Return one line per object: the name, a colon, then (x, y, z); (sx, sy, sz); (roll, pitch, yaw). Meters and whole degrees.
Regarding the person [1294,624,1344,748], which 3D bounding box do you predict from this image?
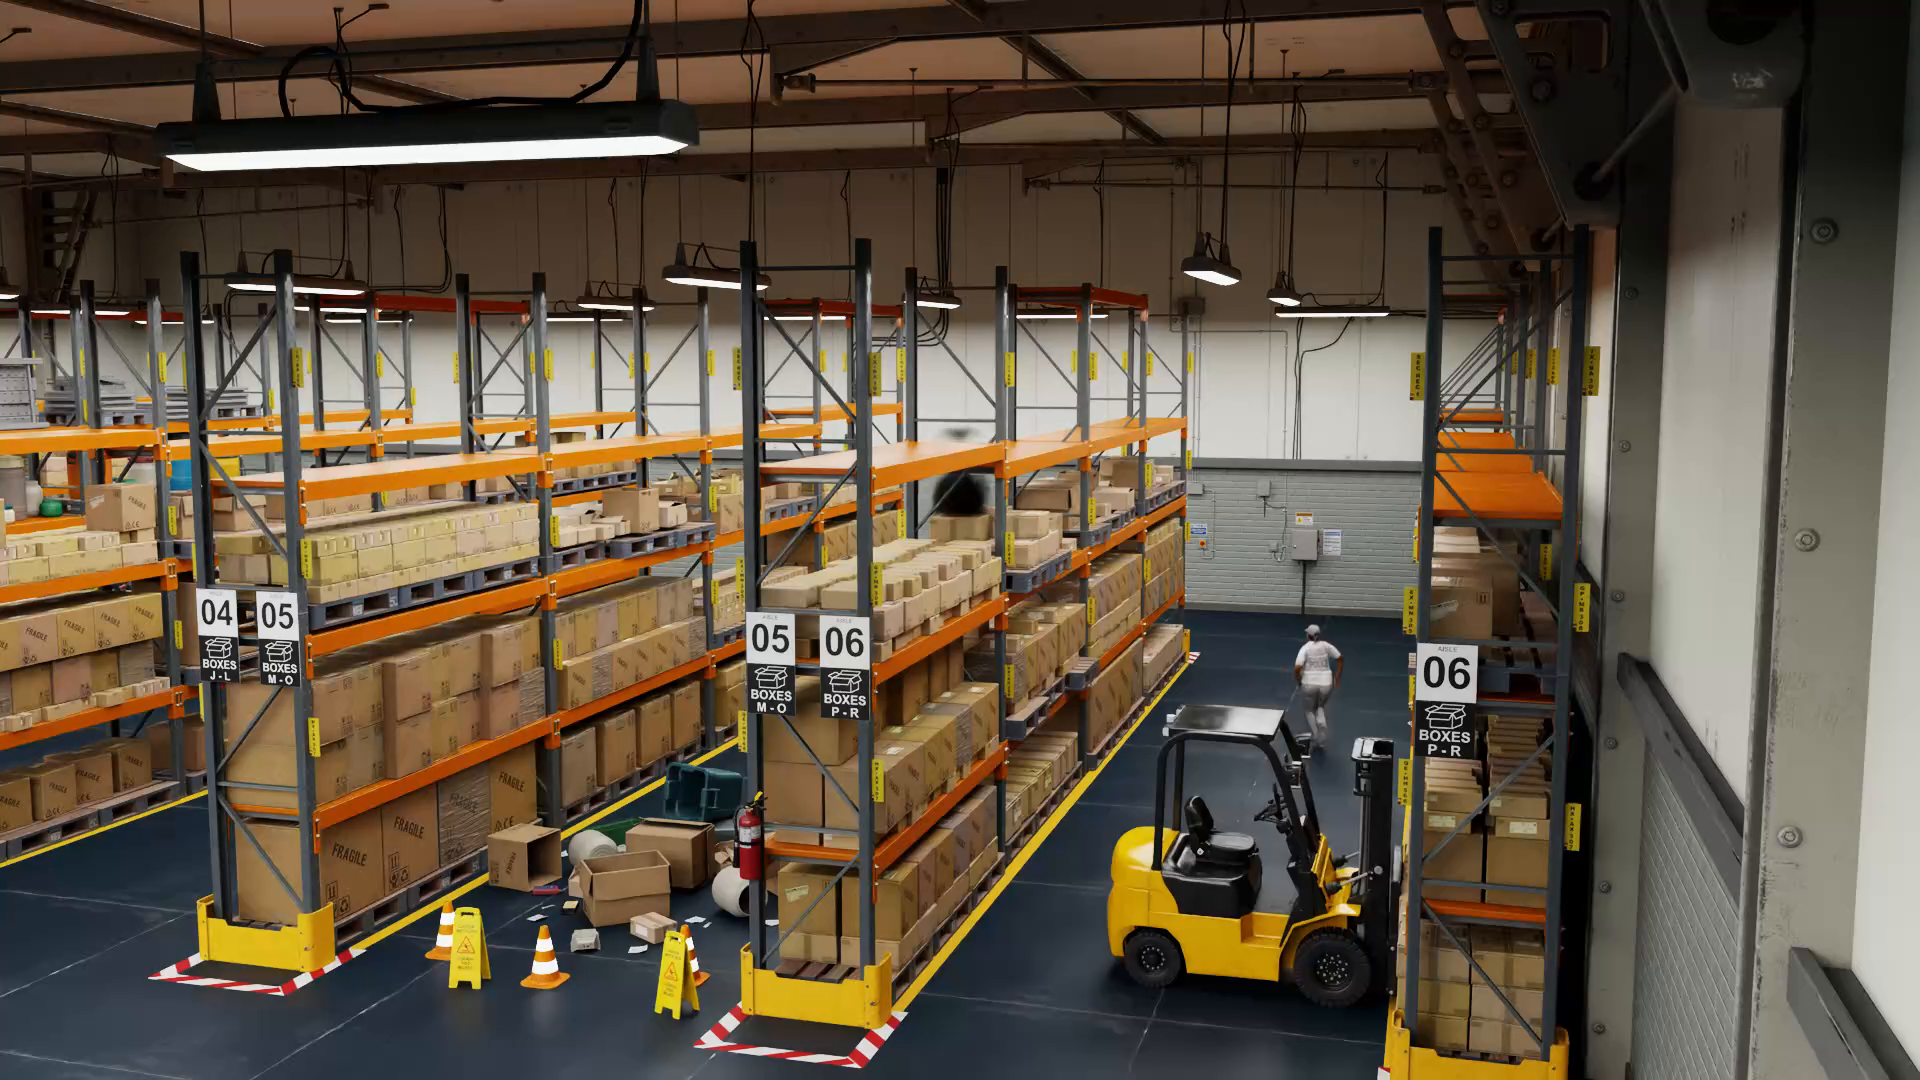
person: (4.715, 1.924, 21.917); (0.677, 1.628, 0.514); (-1, 6, -8)
